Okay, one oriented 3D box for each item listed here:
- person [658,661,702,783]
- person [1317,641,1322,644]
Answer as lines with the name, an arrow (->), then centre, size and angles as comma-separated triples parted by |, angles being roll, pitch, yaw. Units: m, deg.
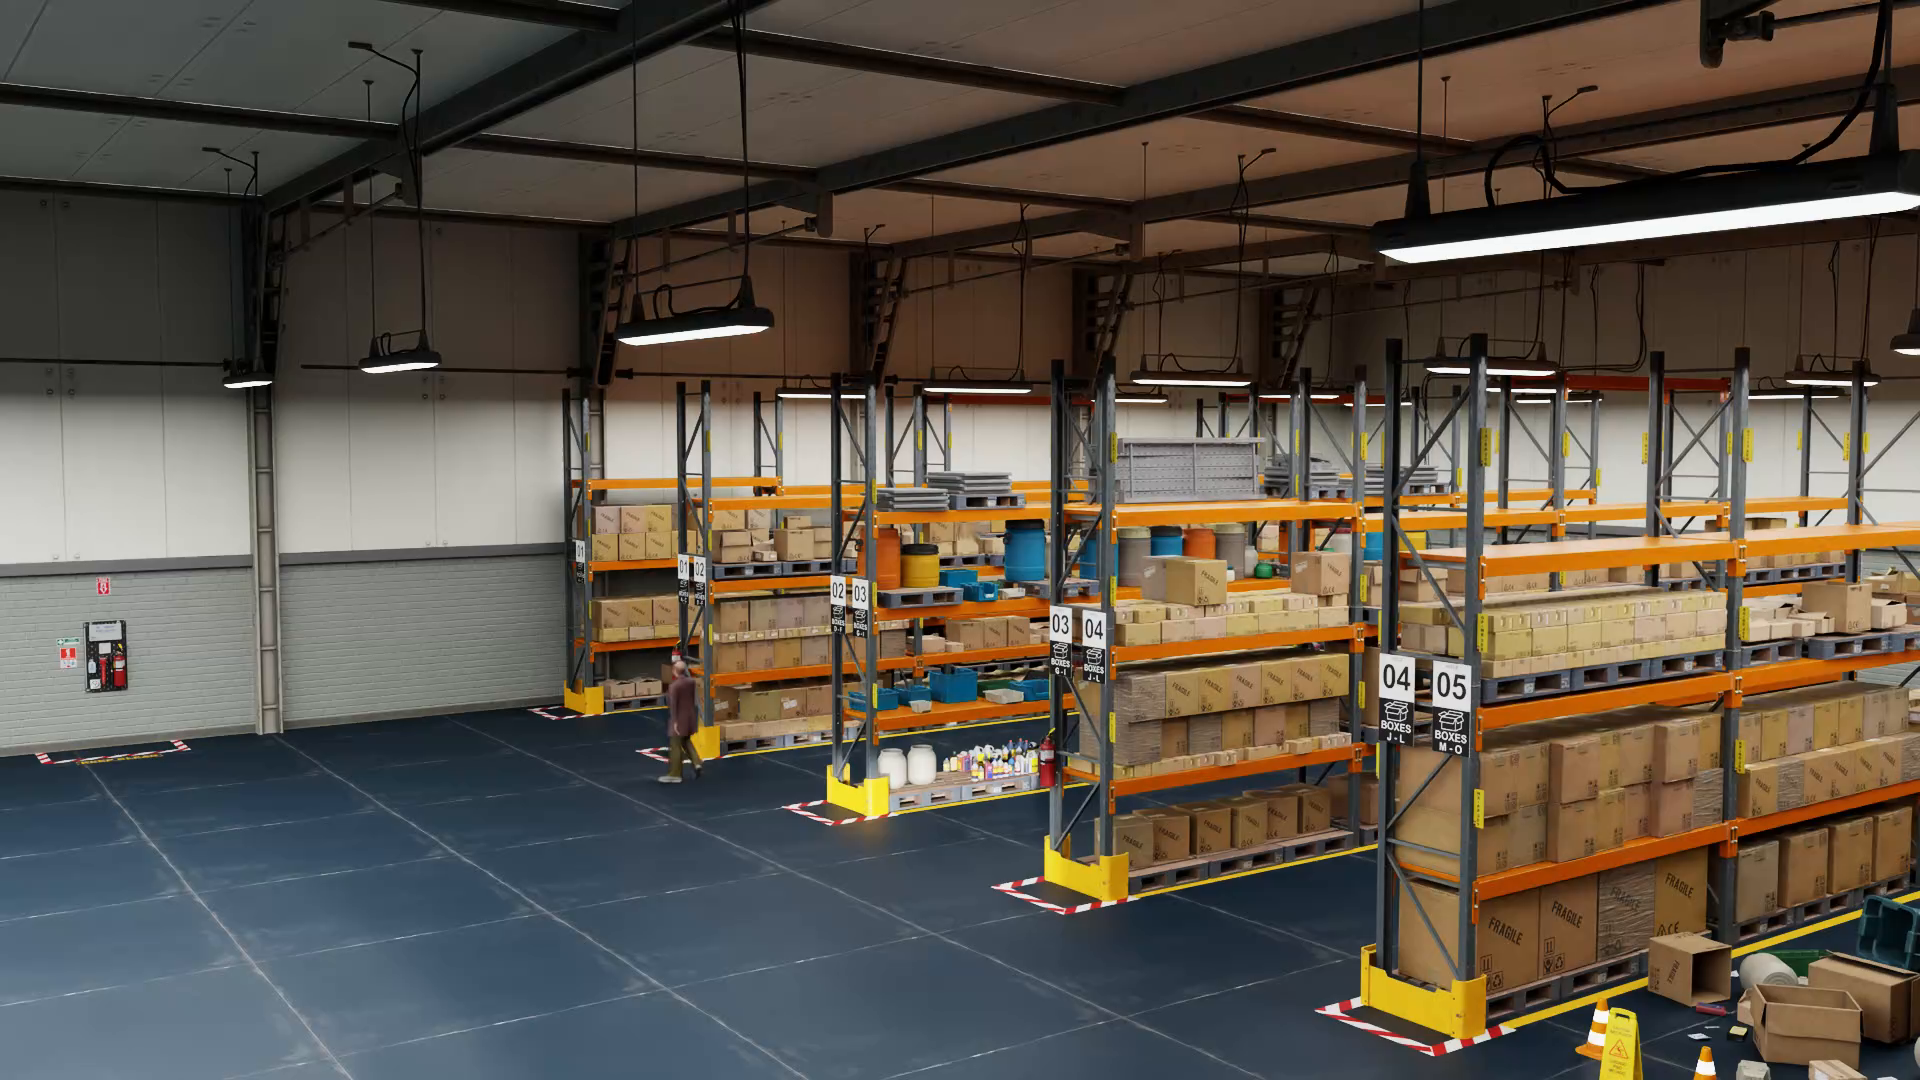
person -> -4.108, 2.682, 24.628 | 0.502, 1.796, 0.623 | 2, 4, 33
person -> 8.775, 1.788, 39.144 | 0.593, 1.750, 1.044 | -1, 4, -19
